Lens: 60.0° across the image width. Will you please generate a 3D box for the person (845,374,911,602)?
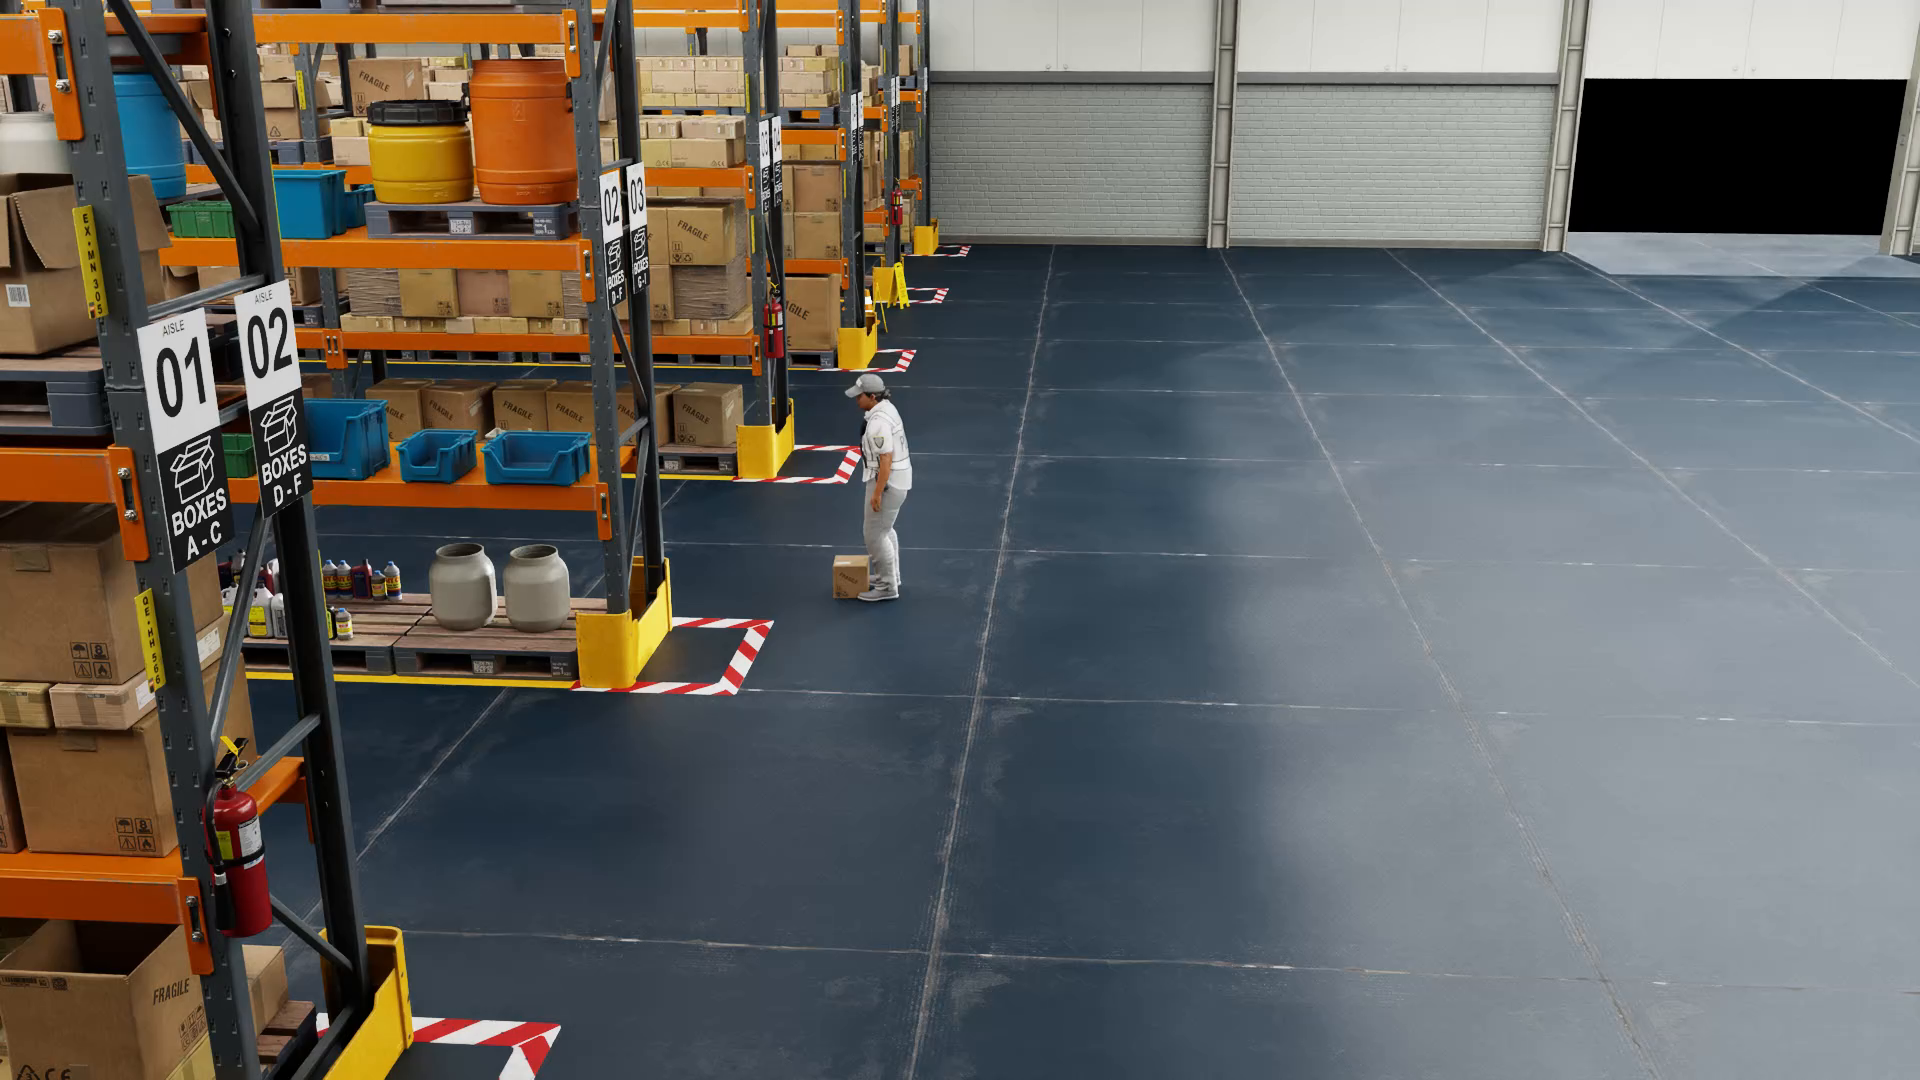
[{"bbox_3d":[-0.587,-0.398,12.091,0.469,1.666,0.563,0,18,1],"label":"person"}]
